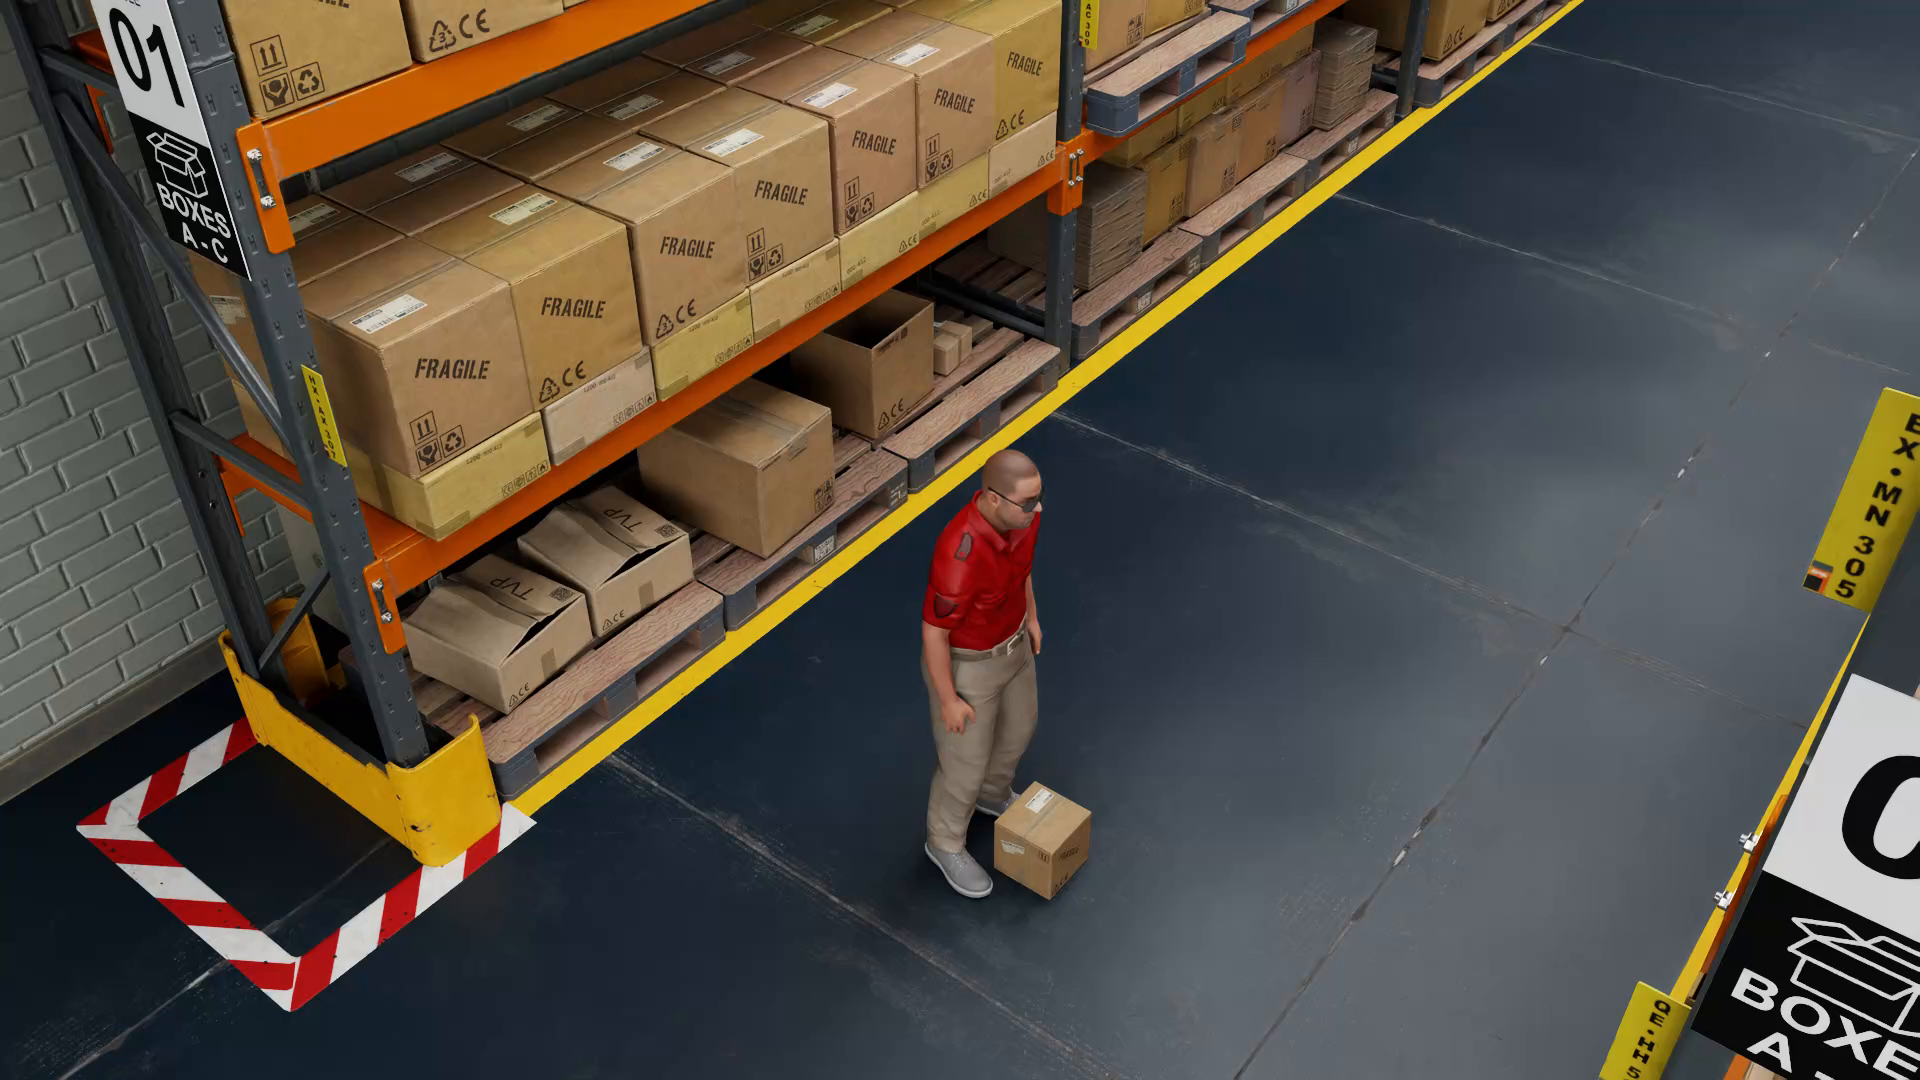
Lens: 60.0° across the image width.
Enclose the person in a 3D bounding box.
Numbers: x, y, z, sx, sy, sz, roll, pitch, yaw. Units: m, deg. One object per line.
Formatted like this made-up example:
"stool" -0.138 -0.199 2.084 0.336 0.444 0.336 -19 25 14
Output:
"person" 0.091 0.409 5.654 0.393 1.726 0.601 23 44 26
